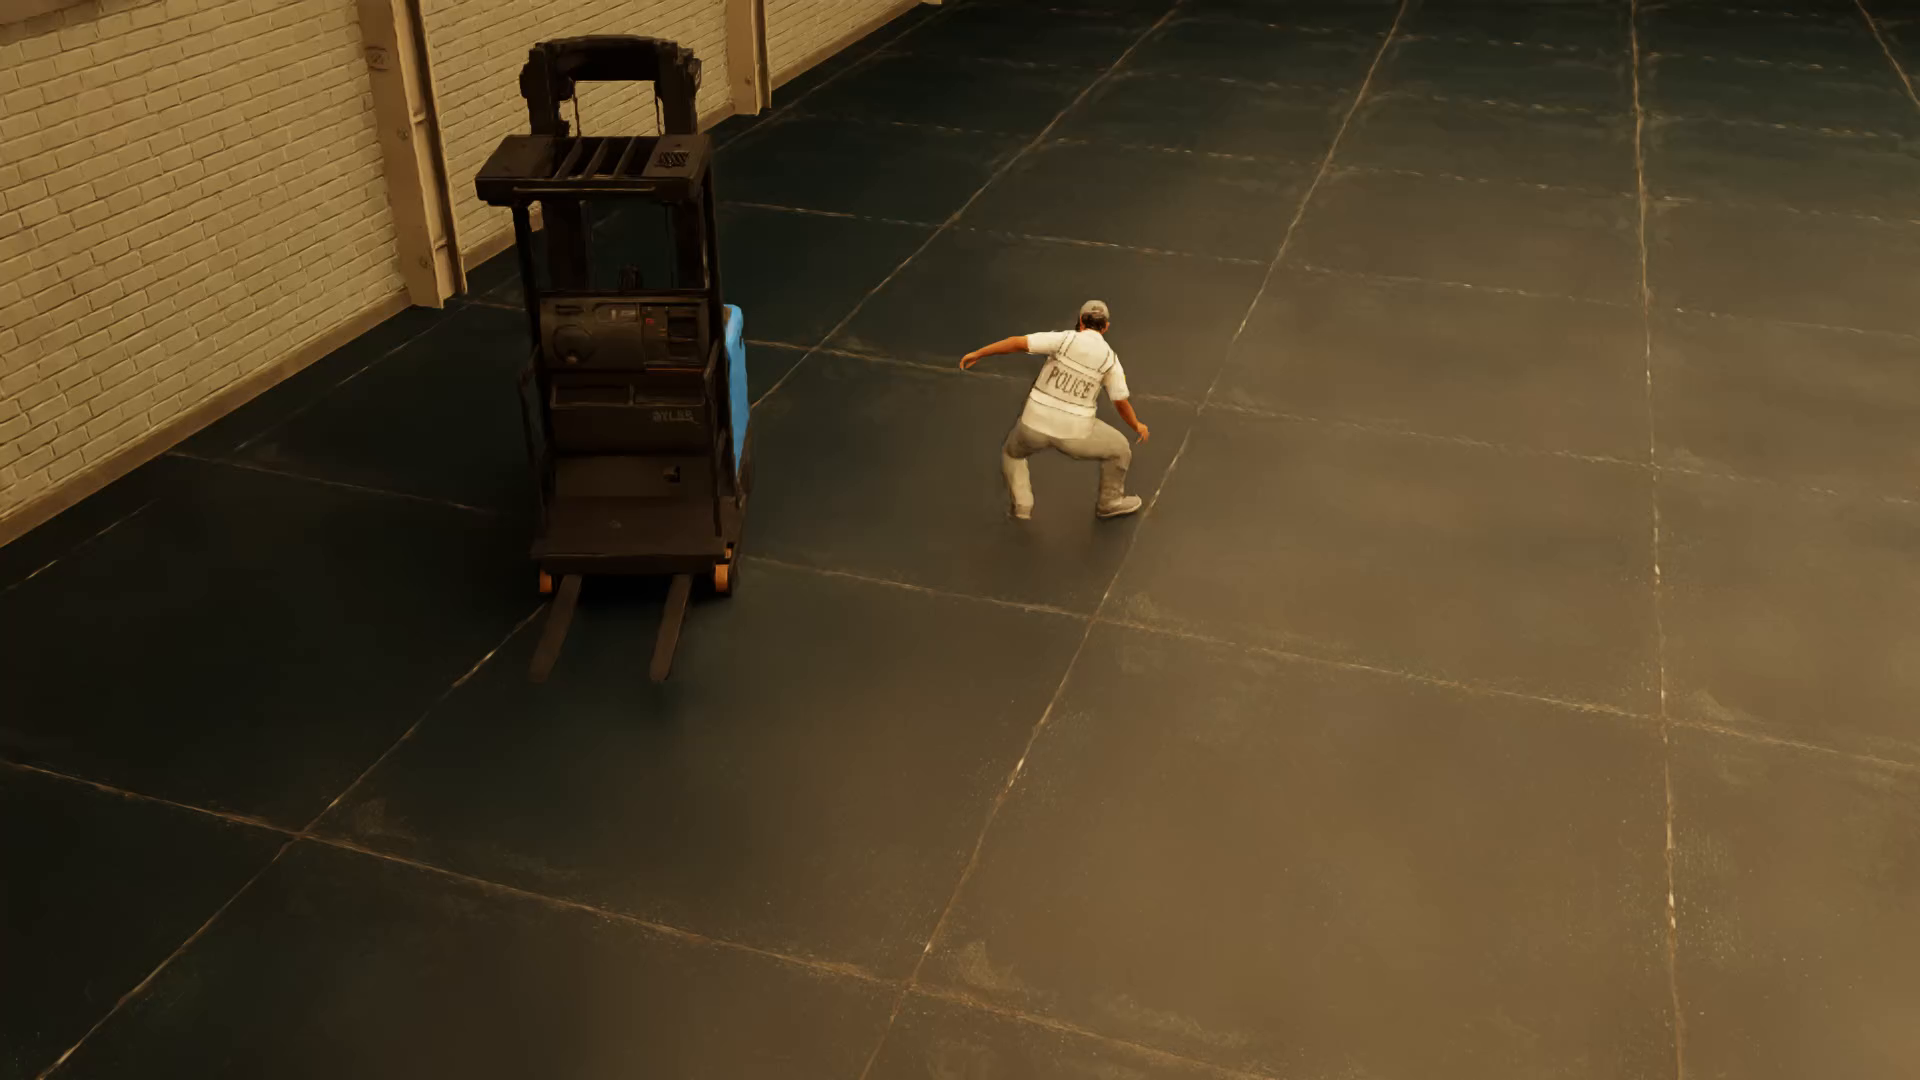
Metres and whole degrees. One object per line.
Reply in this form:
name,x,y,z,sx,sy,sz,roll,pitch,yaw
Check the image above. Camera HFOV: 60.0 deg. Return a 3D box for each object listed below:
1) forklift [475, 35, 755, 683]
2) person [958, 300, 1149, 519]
forklift,-1.864,-1.117,9.096,1.130,2.935,3.031,-1,30,-1
person,0.563,-0.715,9.930,1.098,1.405,0.703,7,30,12
